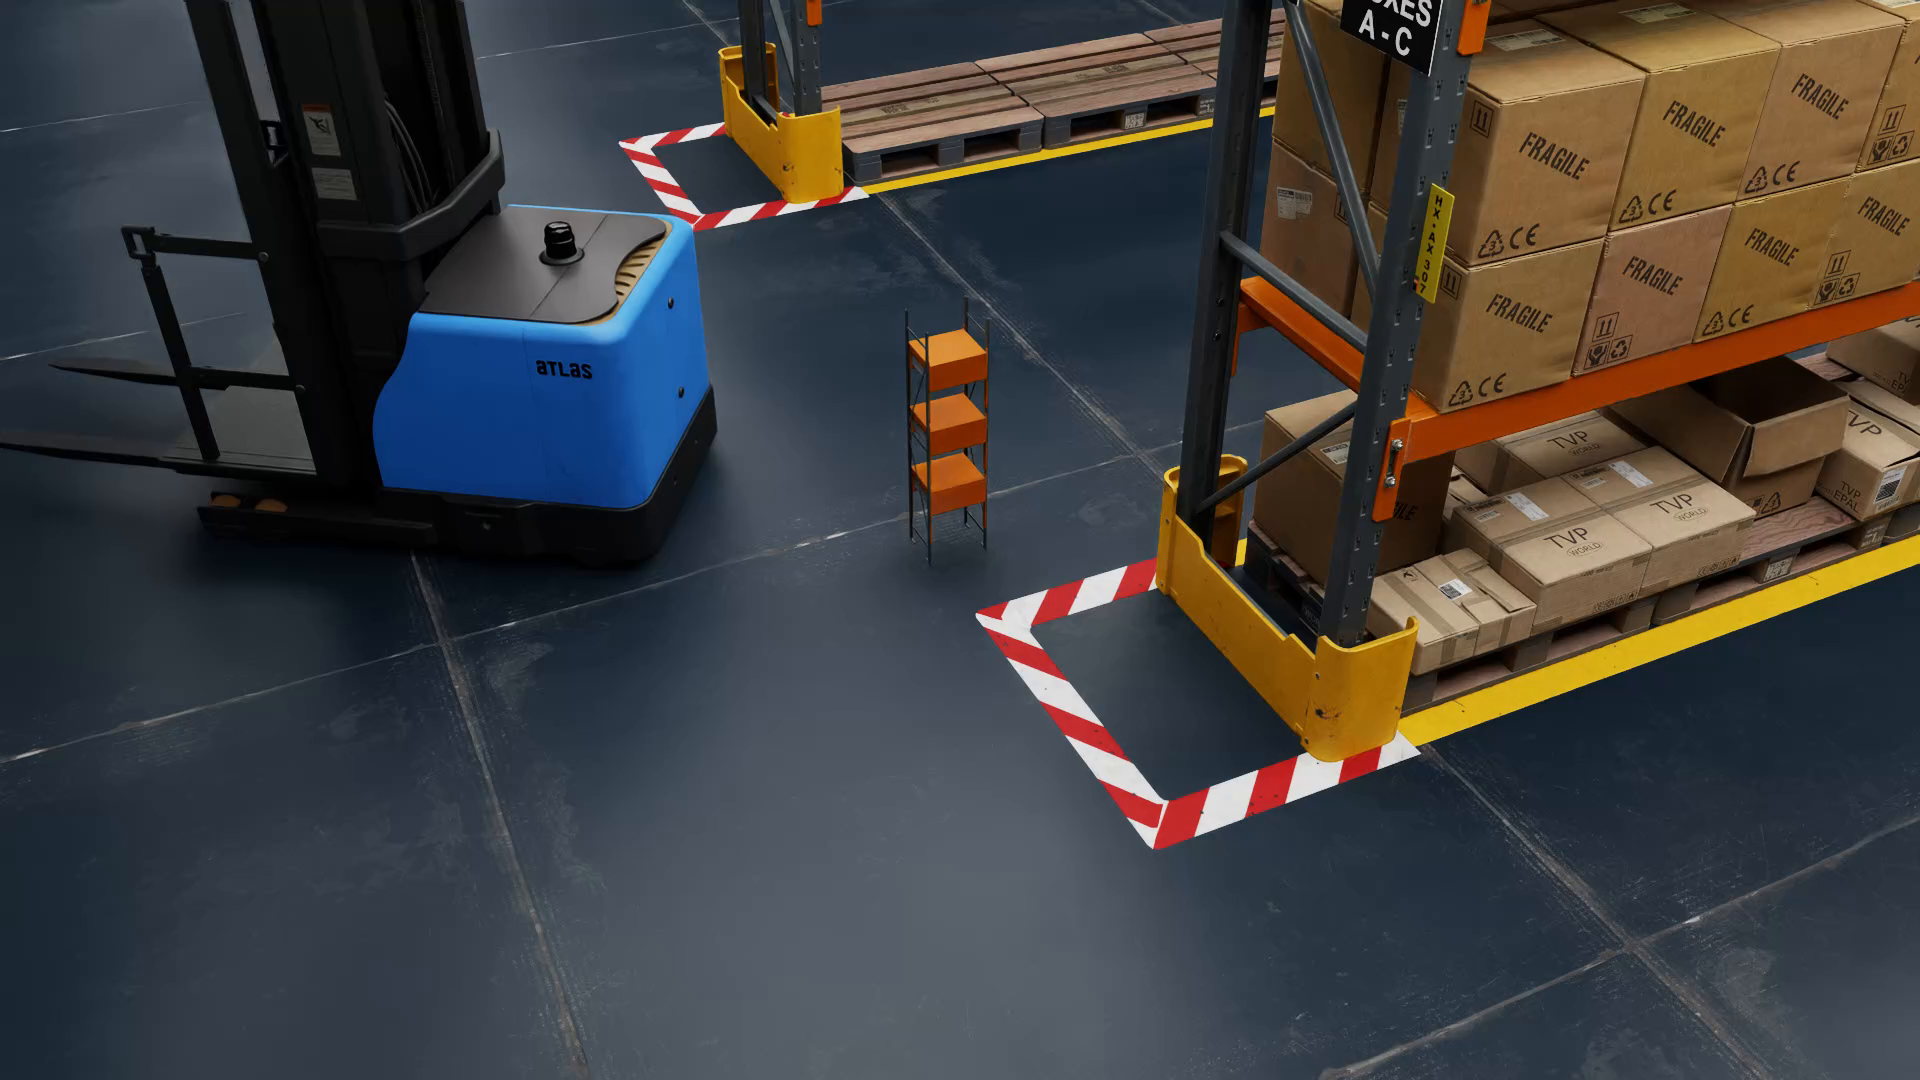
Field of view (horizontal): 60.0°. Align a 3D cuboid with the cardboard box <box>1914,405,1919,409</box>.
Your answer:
[{"bbox_3d":[3.991,-0.385,6.775,0.250,0.149,0.380,-16,39,-20],"label":"cardboard box"}]

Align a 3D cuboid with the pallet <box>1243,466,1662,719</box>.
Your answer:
[{"bbox_3d":[1.869,0.133,6.394,1.213,0.211,1.003,-16,39,-20],"label":"pallet"}]

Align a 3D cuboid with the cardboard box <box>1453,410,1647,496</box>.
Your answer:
[{"bbox_3d":[2.339,-0.333,6.619,0.500,0.250,0.500,-16,39,-20],"label":"cardboard box"}]

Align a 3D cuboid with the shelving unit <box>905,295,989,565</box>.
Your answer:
[{"bbox_3d":[-0.048,-0.408,6.419,0.252,1.050,0.215,-16,39,-20],"label":"shelving unit"}]

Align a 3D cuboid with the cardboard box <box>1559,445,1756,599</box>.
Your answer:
[{"bbox_3d":[2.597,-0.076,6.273,0.500,0.250,0.500,-16,39,-20],"label":"cardboard box"}]

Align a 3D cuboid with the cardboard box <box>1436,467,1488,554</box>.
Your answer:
[{"bbox_3d":[1.871,-0.129,6.415,0.250,0.166,0.380,-16,39,-20],"label":"cardboard box"}]

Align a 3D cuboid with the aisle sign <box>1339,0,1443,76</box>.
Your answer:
[{"bbox_3d":[1.142,-1.634,4.253,0.004,0.787,0.394,-16,39,-20],"label":"aisle sign"}]

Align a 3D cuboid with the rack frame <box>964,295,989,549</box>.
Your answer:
[{"bbox_3d":[0.062,-0.439,6.461,0.008,1.050,0.200,-16,39,-20],"label":"rack frame"}]

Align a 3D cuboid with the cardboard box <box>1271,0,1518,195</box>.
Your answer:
[{"bbox_3d":[1.365,-1.468,5.288,0.500,0.500,0.500,-16,39,-20],"label":"cardboard box"}]

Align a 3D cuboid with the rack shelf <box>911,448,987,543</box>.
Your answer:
[{"bbox_3d":[-0.048,-0.176,6.591,0.240,0.259,0.215,-16,39,-20],"label":"rack shelf"}]

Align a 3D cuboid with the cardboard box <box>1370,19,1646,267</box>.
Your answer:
[{"bbox_3d":[1.592,-1.177,4.896,0.500,0.500,0.500,-14,39,-19],"label":"cardboard box"}]

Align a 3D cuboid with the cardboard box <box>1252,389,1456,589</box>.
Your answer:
[{"bbox_3d":[1.466,-0.209,6.242,0.500,0.500,0.500,-16,39,-20],"label":"cardboard box"}]

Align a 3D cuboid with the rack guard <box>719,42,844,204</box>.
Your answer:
[{"bbox_3d":[-1.039,-2.421,9.594,0.348,0.500,1.175,-16,39,-20],"label":"rack guard"}]

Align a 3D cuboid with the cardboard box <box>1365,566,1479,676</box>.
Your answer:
[{"bbox_3d":[1.604,0.282,5.875,0.250,0.149,0.380,-16,39,-20],"label":"cardboard box"}]

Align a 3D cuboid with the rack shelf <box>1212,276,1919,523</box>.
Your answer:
[{"bbox_3d":[2.889,-0.983,6.161,4.000,0.370,1.077,-16,39,-20],"label":"rack shelf"}]

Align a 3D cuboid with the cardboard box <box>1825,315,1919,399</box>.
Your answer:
[{"bbox_3d":[4.228,-0.885,7.313,0.500,0.311,0.500,-16,39,-20],"label":"cardboard box"}]

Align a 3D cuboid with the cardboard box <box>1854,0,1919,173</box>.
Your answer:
[{"bbox_3d":[2.977,-1.567,5.421,0.500,0.500,0.500,-16,39,-20],"label":"cardboard box"}]

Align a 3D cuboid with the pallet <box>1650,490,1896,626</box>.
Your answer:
[{"bbox_3d":[2.972,-0.173,6.807,1.213,0.211,1.003,-16,39,-20],"label":"pallet"}]

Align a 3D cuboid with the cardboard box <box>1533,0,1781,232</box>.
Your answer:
[{"bbox_3d":[2.062,-1.314,5.080,0.500,0.500,0.500,-15,39,-19],"label":"cardboard box"}]

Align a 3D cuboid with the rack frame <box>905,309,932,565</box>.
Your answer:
[{"bbox_3d":[-0.159,-0.377,6.377,0.008,1.050,0.200,-16,39,-20],"label":"rack frame"}]

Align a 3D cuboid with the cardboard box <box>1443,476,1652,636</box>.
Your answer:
[{"bbox_3d":[2.144,0.051,6.102,0.500,0.250,0.500,-16,39,-20],"label":"cardboard box"}]

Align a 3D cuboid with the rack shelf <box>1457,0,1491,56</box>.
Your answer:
[{"bbox_3d":[2.889,-2.188,5.267,4.000,0.370,1.077,-16,39,-20],"label":"rack shelf"}]

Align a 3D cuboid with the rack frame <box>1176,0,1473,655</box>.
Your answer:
[{"bbox_3d":[1.079,-0.766,5.264,0.127,3.000,1.000,-16,39,-20],"label":"rack frame"}]

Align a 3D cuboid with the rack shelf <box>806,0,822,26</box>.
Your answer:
[{"bbox_3d":[0.788,-3.655,9.764,4.000,0.370,1.077,-16,39,-20],"label":"rack shelf"}]

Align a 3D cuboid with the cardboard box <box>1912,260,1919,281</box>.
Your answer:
[{"bbox_3d":[3.426,-1.291,5.888,0.500,0.500,0.500,-15,39,-19],"label":"cardboard box"}]

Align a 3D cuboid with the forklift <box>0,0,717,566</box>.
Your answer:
[{"bbox_3d":[-2.624,-1.480,6.285,3.031,2.935,1.130,5,37,7],"label":"forklift"}]

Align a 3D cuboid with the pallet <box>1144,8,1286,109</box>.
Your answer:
[{"bbox_3d":[1.949,-3.123,10.784,1.213,0.211,1.003,-16,39,-20],"label":"pallet"}]

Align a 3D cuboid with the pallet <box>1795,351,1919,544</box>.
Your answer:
[{"bbox_3d":[4.078,-0.485,7.226,1.213,0.211,1.003,-16,39,-20],"label":"pallet"}]

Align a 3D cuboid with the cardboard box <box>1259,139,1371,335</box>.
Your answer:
[{"bbox_3d":[1.369,-1.066,5.585,0.500,0.500,0.500,-14,39,-19],"label":"cardboard box"}]

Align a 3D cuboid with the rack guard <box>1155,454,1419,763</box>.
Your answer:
[{"bbox_3d":[1.148,0.219,6.035,0.348,0.500,1.175,-16,39,-20],"label":"rack guard"}]

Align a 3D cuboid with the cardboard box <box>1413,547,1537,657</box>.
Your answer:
[{"bbox_3d":[1.830,0.212,5.956,0.250,0.166,0.380,-16,39,-20],"label":"cardboard box"}]

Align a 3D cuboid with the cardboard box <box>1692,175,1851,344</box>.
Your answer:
[{"bbox_3d":[2.513,-1.035,5.543,0.500,0.500,0.500,-16,39,-20],"label":"cardboard box"}]

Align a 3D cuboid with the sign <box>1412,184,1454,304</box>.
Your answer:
[{"bbox_3d":[1.309,-0.821,4.612,0.005,0.325,0.100,-16,39,-20],"label":"sign"}]

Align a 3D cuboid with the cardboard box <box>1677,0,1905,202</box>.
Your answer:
[{"bbox_3d":[2.517,-1.438,5.247,0.500,0.500,0.500,-15,39,-19],"label":"cardboard box"}]

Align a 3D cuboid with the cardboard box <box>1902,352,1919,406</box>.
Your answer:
[{"bbox_3d":[4.304,-0.654,6.842,0.500,0.500,0.500,-16,39,-20],"label":"cardboard box"}]

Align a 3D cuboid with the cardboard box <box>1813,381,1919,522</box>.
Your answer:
[{"bbox_3d":[3.626,-0.388,6.643,0.500,0.311,0.500,-16,39,-20],"label":"cardboard box"}]

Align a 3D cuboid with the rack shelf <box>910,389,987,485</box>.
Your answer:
[{"bbox_3d":[-0.048,-0.400,6.425,0.240,0.259,0.215,-16,39,-20],"label":"rack shelf"}]

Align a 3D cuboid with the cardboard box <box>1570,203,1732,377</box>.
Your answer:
[{"bbox_3d":[2.057,-0.909,5.374,0.500,0.500,0.500,-16,39,-20],"label":"cardboard box"}]

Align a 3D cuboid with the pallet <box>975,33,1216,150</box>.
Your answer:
[{"bbox_3d":[0.843,-2.812,10.364,1.213,0.211,1.003,-16,39,-20],"label":"pallet"}]

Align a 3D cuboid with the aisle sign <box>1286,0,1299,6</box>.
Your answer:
[{"bbox_3d":[0.887,-1.958,4.689,0.004,0.787,0.394,-16,39,-20],"label":"aisle sign"}]

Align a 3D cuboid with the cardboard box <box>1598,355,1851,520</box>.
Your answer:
[{"bbox_3d":[3.001,-0.474,6.597,0.637,0.503,0.797,-16,39,-20],"label":"cardboard box"}]

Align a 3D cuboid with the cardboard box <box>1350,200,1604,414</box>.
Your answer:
[{"bbox_3d":[1.592,-0.776,5.194,0.500,0.500,0.500,-15,39,-19],"label":"cardboard box"}]

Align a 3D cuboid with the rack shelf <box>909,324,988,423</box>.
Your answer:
[{"bbox_3d":[-0.048,-0.628,6.256,0.240,0.259,0.215,-16,39,-20],"label":"rack shelf"}]

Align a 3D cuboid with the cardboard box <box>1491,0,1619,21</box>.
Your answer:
[{"bbox_3d":[1.822,-1.597,5.461,0.500,0.500,0.500,-15,39,-19],"label":"cardboard box"}]

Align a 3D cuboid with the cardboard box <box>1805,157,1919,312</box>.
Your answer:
[{"bbox_3d":[2.966,-1.160,5.713,0.500,0.500,0.500,-15,39,-19],"label":"cardboard box"}]

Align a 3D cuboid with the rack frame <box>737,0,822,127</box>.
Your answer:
[{"bbox_3d":[-1.023,-3.438,8.867,0.127,3.000,1.000,-16,39,-20],"label":"rack frame"}]

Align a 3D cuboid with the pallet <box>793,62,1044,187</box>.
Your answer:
[{"bbox_3d":[-0.259,-2.506,9.951,1.213,0.211,1.003,-16,39,-20],"label":"pallet"}]
